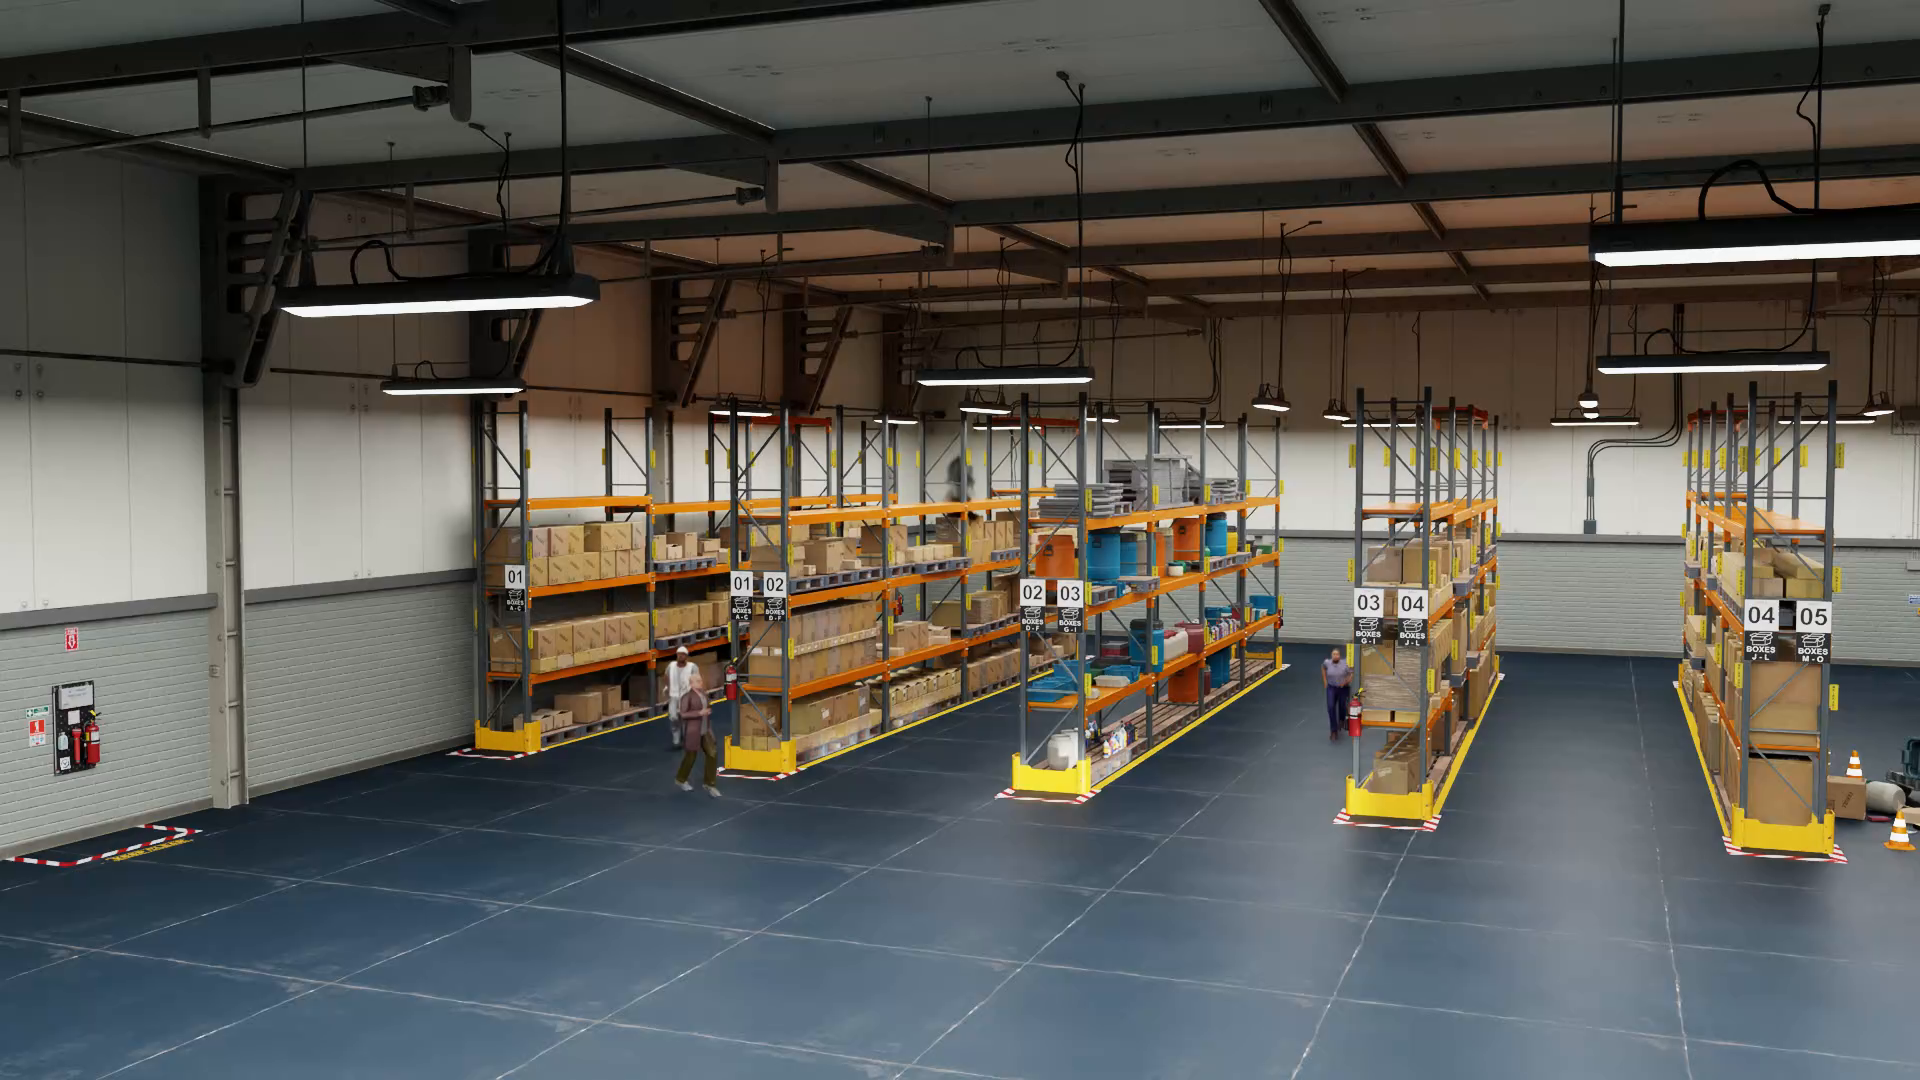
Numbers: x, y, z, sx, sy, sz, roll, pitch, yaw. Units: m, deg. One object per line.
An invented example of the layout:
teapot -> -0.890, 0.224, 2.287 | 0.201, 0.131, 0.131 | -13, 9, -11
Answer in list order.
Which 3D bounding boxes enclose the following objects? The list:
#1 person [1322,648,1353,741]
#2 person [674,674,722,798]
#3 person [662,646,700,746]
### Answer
person -> 6.813, 2.747, 29.958 | 0.609, 1.651, 1.025 | 1, 3, 17
person -> -3.931, 2.904, 24.733 | 0.850, 1.840, 0.688 | 2, 4, 39
person -> -4.829, 2.714, 28.733 | 0.673, 1.740, 0.634 | 0, 3, 1
